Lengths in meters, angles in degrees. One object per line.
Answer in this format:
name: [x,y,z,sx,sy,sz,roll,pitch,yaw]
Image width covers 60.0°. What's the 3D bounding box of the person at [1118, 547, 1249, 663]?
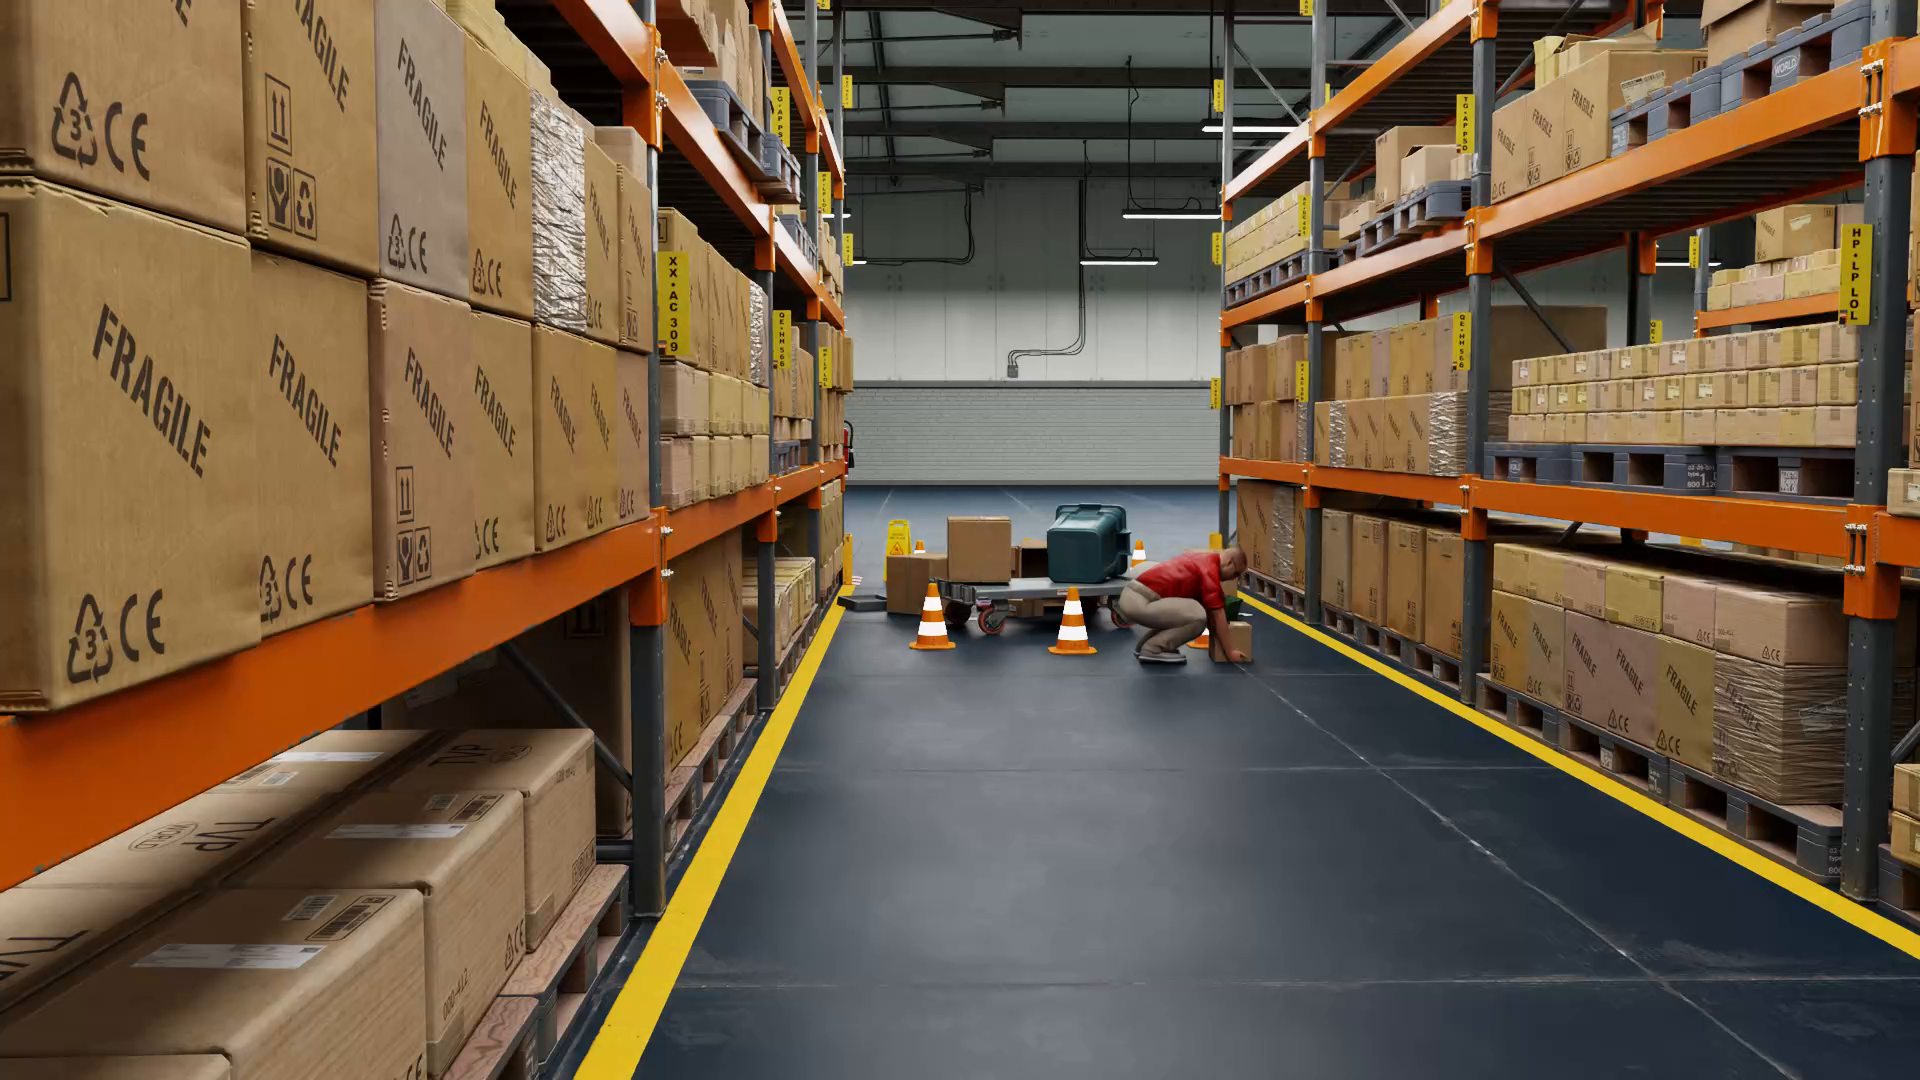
person: [1.540,0.495,11.443,0.891,0.817,0.546,0,4,-2]
